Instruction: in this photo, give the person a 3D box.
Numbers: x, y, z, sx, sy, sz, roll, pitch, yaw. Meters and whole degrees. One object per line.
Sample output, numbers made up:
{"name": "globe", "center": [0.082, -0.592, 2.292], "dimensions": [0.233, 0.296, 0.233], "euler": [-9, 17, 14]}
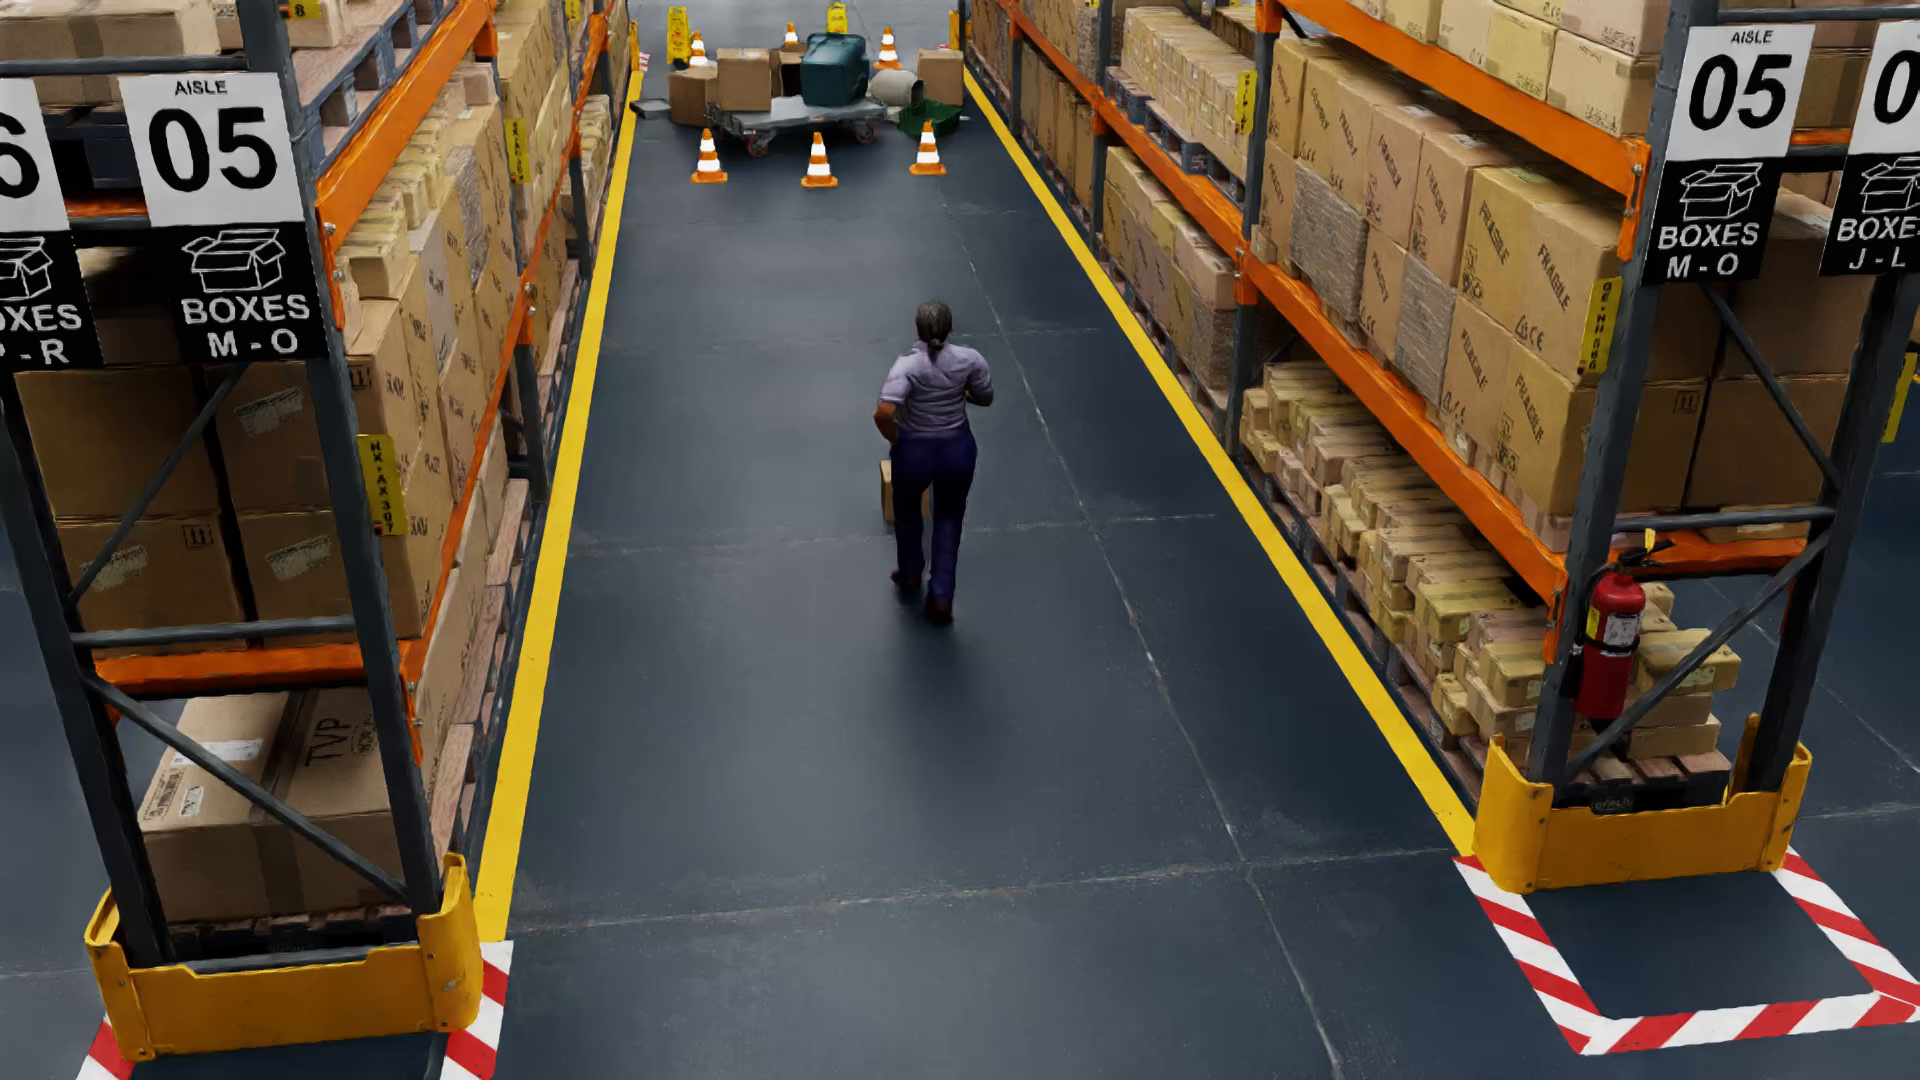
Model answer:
{"name": "person", "center": [-0.136, -0.404, 7.972], "dimensions": [0.581, 1.639, 0.709], "euler": [-3, 27, -6]}
